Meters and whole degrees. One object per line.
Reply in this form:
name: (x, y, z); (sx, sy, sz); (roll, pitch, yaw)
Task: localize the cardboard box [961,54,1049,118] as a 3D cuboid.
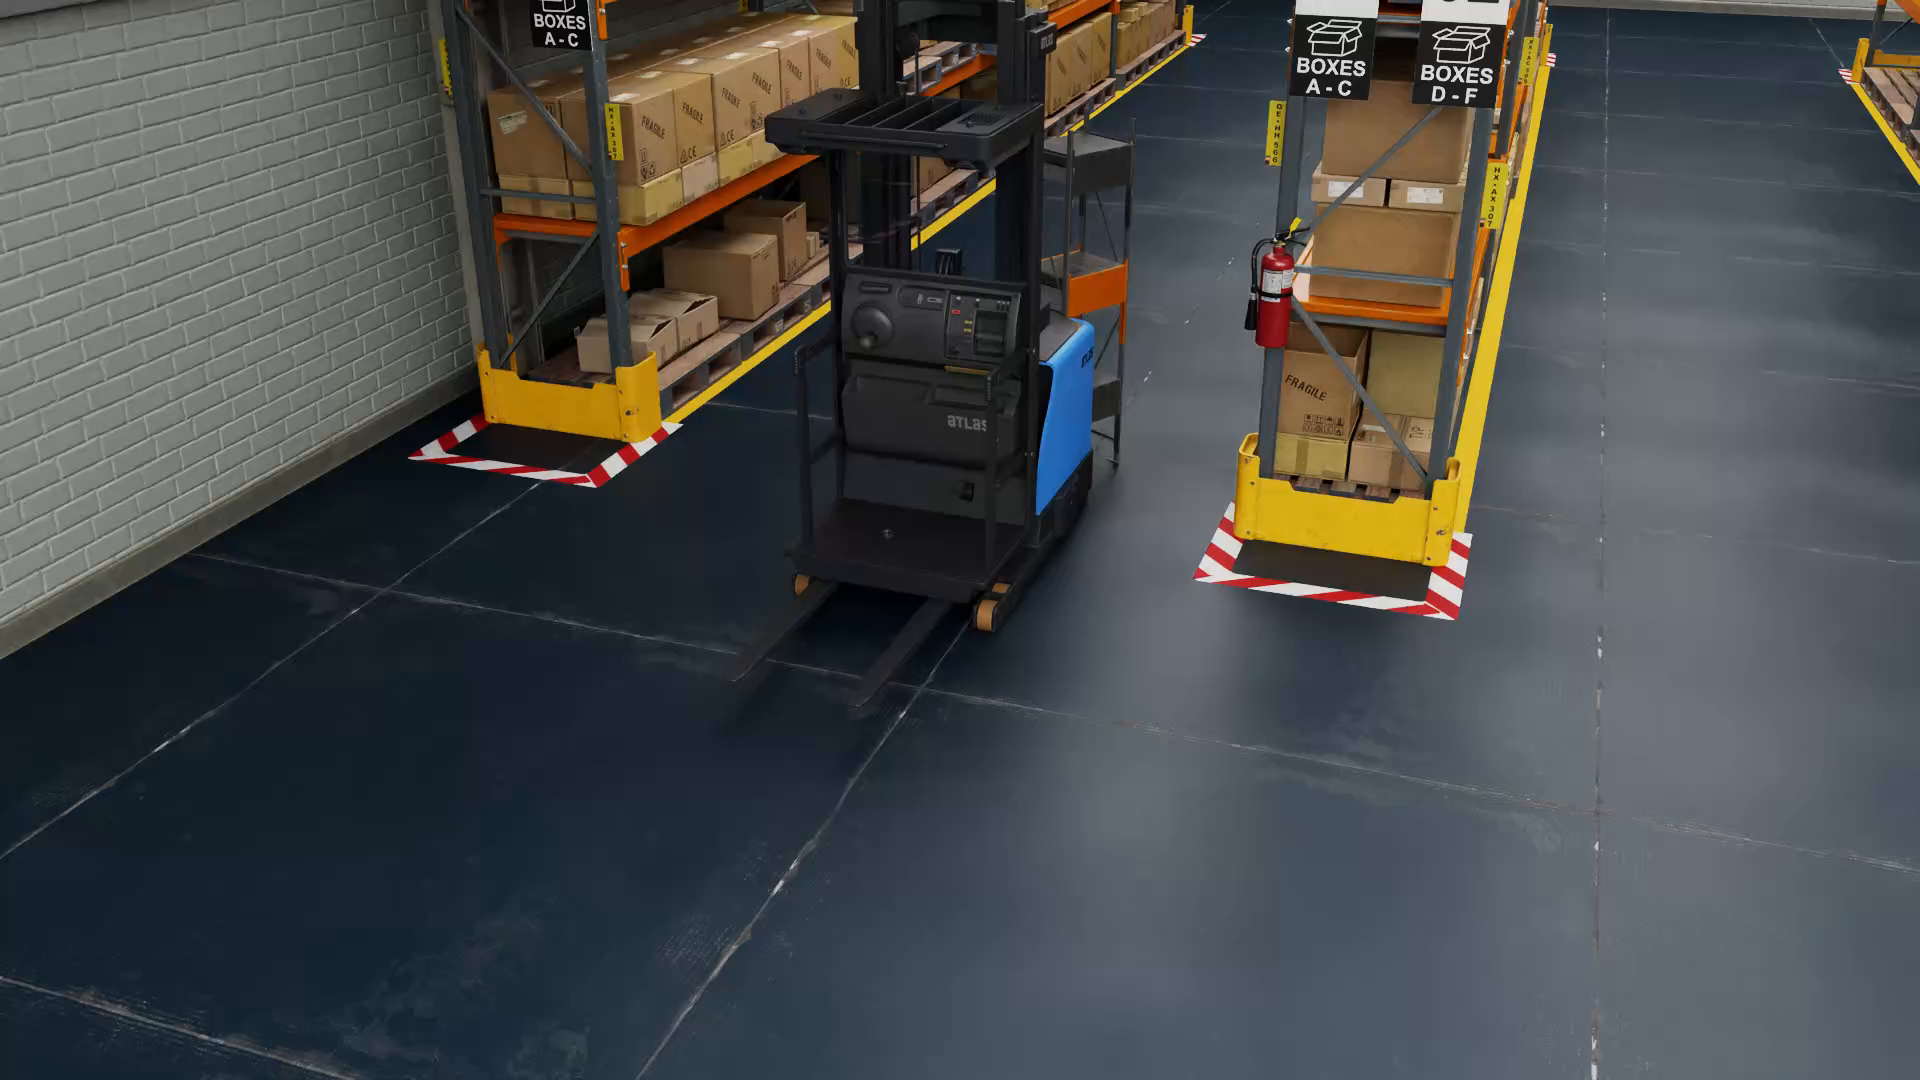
cardboard box: (0.486, -4.873, 17.858); (0.750, 0.750, 0.750); (8, 27, 17)

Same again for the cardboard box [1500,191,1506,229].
cardboard box: (4.174, -2.764, 13.546); (0.500, 0.311, 0.500); (8, 27, 16)

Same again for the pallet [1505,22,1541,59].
pallet: (4.950, -4.854, 16.054); (1.213, 0.211, 1.003); (9, 27, 17)

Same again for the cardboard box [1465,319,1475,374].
cardboard box: (3.183, -1.326, 11.219); (0.500, 0.250, 0.500); (9, 27, 17)

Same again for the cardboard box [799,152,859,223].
cardboard box: (-0.984, -3.103, 14.580); (0.700, 0.500, 0.500); (10, 27, 19)

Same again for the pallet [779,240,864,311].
pallet: (-1.403, -2.189, 13.529); (1.003, 0.211, 1.213); (9, 27, 17)

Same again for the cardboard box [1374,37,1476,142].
cardboard box: (2.650, -2.629, 9.635); (0.700, 0.500, 0.500); (9, 27, 18)

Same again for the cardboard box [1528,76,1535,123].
cardboard box: (5.888, -4.716, 17.913); (0.500, 0.500, 0.500); (9, 27, 18)

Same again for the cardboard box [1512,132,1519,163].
cardboard box: (4.848, -3.605, 15.283); (0.500, 0.311, 0.500); (9, 27, 19)

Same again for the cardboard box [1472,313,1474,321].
cardboard box: (3.171, -1.665, 11.060); (0.500, 0.500, 0.500); (9, 27, 17)

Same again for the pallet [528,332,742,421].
pallet: (-2.215, -1.186, 11.458); (1.003, 0.211, 1.213); (9, 27, 17)

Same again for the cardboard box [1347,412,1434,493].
cardboard box: (2.516, -0.504, 9.522); (0.500, 0.250, 0.500); (9, 27, 17)

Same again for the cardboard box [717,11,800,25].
cardboard box: (-1.567, -3.841, 13.030); (0.500, 0.500, 0.500); (8, 27, 16)

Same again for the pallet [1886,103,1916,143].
pallet: (10.999, -4.629, 18.568); (1.003, 0.211, 1.213); (9, 27, 17)

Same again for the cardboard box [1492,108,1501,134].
cardboard box: (3.947, -3.230, 12.767); (0.380, 0.149, 0.250); (9, 27, 17)

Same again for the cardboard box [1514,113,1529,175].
cardboard box: (5.211, -3.871, 16.166); (0.500, 0.500, 0.500); (10, 28, 20)

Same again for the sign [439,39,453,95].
sign: (-3.061, -2.833, 9.969); (0.100, 0.325, 0.005); (9, 27, 17)

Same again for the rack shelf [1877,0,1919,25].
rack shelf: (11.457, -6.074, 19.179); (1.077, 0.370, 4.000); (9, 27, 17)

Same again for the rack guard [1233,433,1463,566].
rack guard: (2.120, -0.230, 9.150); (1.175, 0.500, 0.348); (9, 27, 17)

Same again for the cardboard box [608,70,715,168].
cardboard box: (-1.928, -2.715, 10.703); (0.500, 0.500, 0.500); (9, 27, 18)

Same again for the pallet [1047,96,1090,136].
pallet: (0.859, -4.927, 19.183); (1.003, 0.211, 1.213); (9, 27, 17)

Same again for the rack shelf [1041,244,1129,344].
rack shelf: (0.660, -1.396, 9.751); (0.480, 0.518, 0.431); (-21, 33, -36)

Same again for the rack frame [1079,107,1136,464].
rack frame: (0.845, -1.477, 9.889); (0.015, 2.100, 0.400); (-21, 33, -36)

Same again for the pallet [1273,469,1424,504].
pallet: (2.343, -0.430, 9.895); (1.003, 0.211, 1.213); (9, 27, 17)

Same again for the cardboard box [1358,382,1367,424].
cardboard box: (2.183, -0.786, 10.105); (0.500, 0.250, 0.500); (9, 27, 17)

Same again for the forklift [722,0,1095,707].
forklift: (-0.222, -1.062, 8.080); (1.130, 2.935, 3.031); (9, 27, 18)

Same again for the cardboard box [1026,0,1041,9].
cardboard box: (0.521, -5.719, 17.141); (0.500, 0.500, 0.500); (10, 27, 19)

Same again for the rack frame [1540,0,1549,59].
rack frame: (7.453, -7.940, 22.206); (1.000, 3.000, 0.127); (9, 27, 17)

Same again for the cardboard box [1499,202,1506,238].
cardboard box: (4.338, -2.722, 14.102); (0.500, 0.250, 0.500); (9, 27, 18)

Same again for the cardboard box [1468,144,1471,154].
cardboard box: (2.718, -2.146, 9.381); (0.380, 0.149, 0.250); (8, 27, 17)

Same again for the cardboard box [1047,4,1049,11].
cardboard box: (0.752, -5.795, 18.042); (0.380, 0.149, 0.250); (9, 27, 19)

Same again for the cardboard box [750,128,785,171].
cardboard box: (-1.578, -2.809, 11.758); (0.500, 0.250, 0.500); (9, 27, 18)

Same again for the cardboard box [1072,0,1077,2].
cardboard box: (1.139, -6.213, 18.905); (0.380, 0.149, 0.250); (8, 27, 16)

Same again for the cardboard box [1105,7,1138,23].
cardboard box: (2.081, -6.775, 21.443); (0.380, 0.149, 0.250); (10, 27, 19)

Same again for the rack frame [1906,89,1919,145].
rack frame: (10.791, -5.576, 17.324); (1.000, 3.000, 0.127); (9, 27, 17)

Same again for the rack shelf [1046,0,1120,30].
rack shelf: (0.783, -5.867, 18.751); (1.077, 0.370, 4.000); (9, 27, 17)

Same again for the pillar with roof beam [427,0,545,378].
pillar with roof beam: (0.933, -4.570, 8.363); (9.100, 9.000, 0.400); (9, 27, 17)

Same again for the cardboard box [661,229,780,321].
cardboard box: (-1.748, -1.954, 12.207); (0.700, 0.500, 0.500); (7, 27, 14)

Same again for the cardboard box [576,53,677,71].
cardboard box: (-2.243, -3.003, 11.300); (0.500, 0.500, 0.500); (8, 27, 16)

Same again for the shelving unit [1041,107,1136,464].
shelving unit: (0.660, -1.408, 9.745); (0.503, 2.100, 0.431); (-21, 33, -36)

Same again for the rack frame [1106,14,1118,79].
rack frame: (1.449, -7.013, 20.292); (1.000, 3.000, 0.127); (9, 27, 17)

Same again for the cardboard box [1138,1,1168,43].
cardboard box: (2.475, -7.213, 23.091); (0.700, 0.500, 0.500); (9, 27, 17)

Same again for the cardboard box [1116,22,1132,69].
cardboard box: (1.794, -6.369, 21.349); (0.700, 0.500, 0.500); (9, 27, 18)

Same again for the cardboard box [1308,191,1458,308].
cardboard box: (2.296, -1.599, 8.997); (0.700, 0.500, 0.500); (9, 27, 17)

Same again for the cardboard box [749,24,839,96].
cardboard box: (-1.240, -3.559, 12.447); (0.500, 0.500, 0.500); (9, 27, 17)

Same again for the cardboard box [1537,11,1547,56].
cardboard box: (7.504, -6.753, 22.120); (0.500, 0.500, 0.500); (9, 27, 17)

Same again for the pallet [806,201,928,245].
pallet: (-0.956, -2.790, 14.770); (1.003, 0.211, 1.213); (9, 27, 17)

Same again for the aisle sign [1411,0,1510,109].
aisle sign: (2.395, -2.463, 7.912); (0.394, 0.787, 0.004); (9, 27, 17)

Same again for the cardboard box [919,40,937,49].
cardboard box: (-0.629, -4.676, 14.846); (0.700, 0.500, 0.500); (13, 29, 24)

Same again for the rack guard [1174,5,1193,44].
rack guard: (2.788, -7.541, 24.252); (1.175, 0.500, 0.348); (9, 27, 17)
